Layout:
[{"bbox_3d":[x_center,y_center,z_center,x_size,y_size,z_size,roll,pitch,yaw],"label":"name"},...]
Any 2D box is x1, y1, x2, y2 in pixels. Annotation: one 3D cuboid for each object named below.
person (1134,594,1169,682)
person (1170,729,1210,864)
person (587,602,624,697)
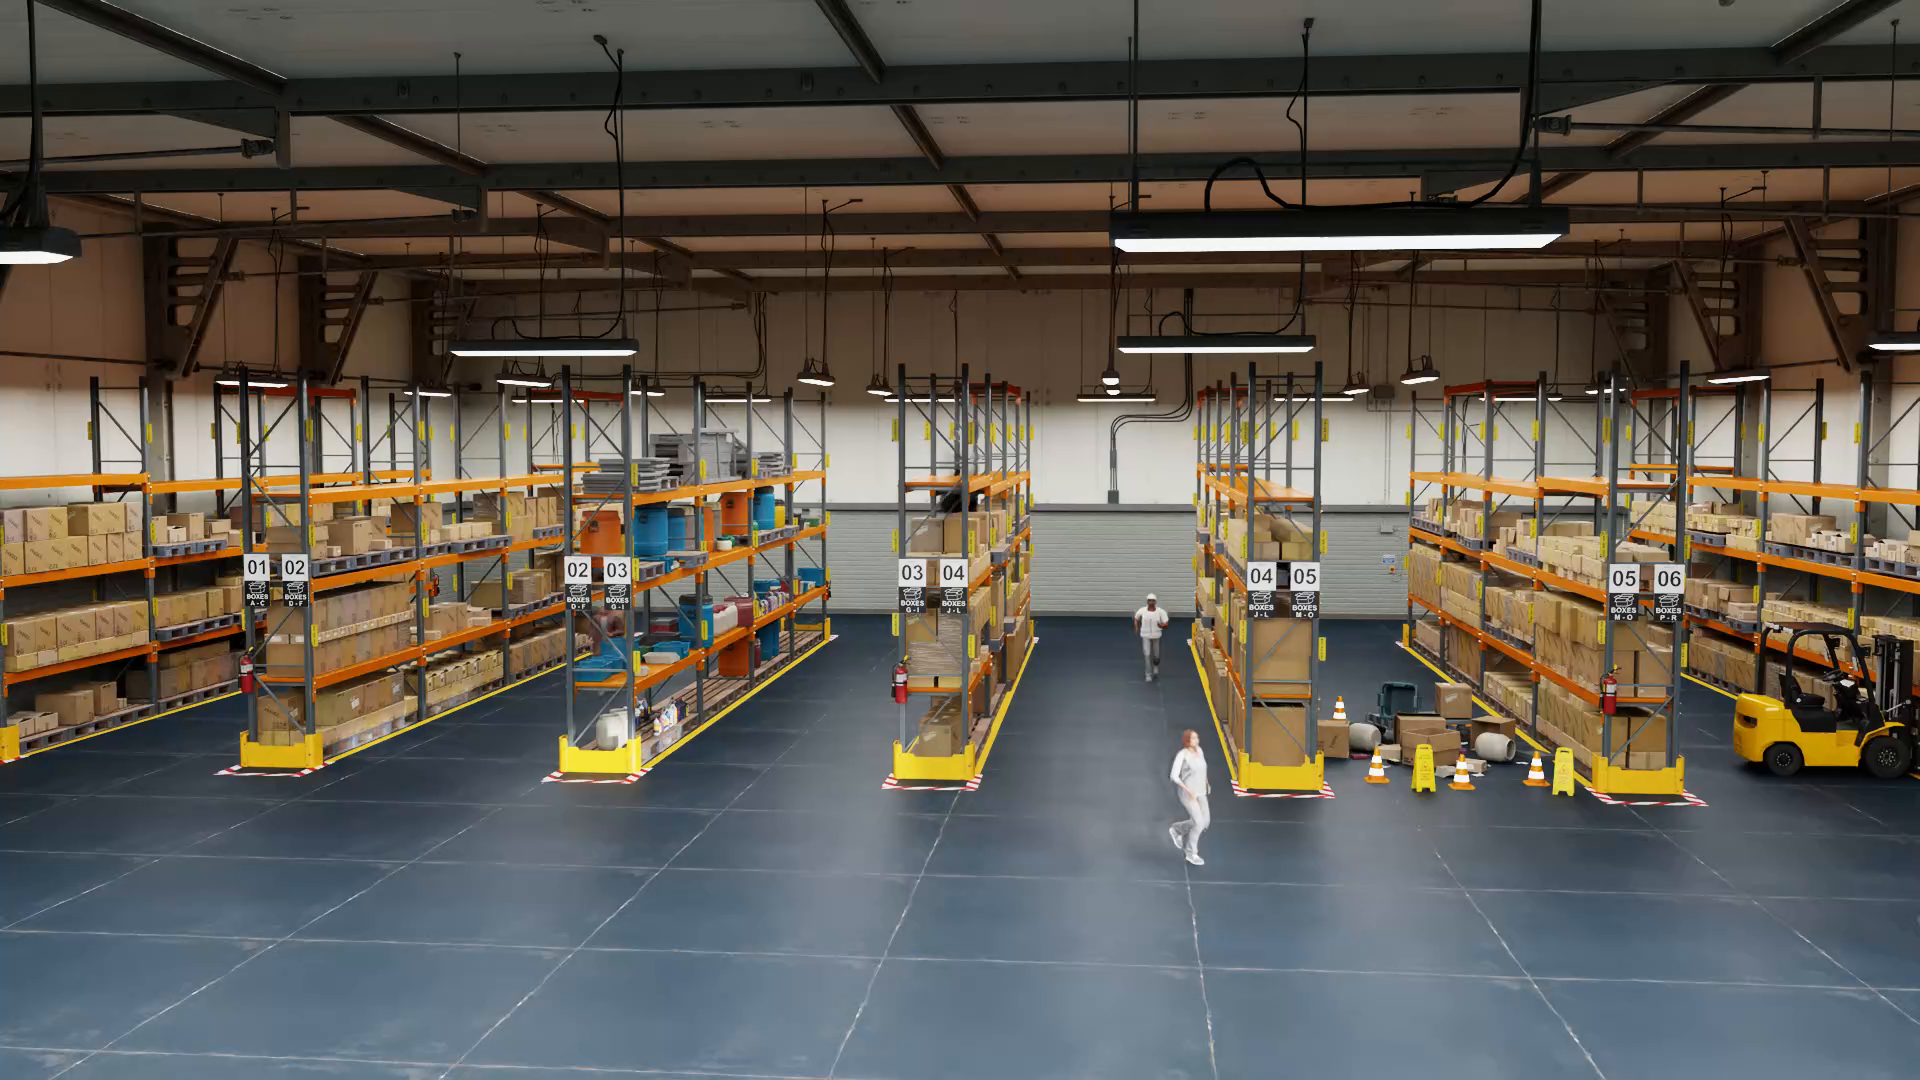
[{"bbox_3d":[3.863,1.959,33.610,0.711,1.748,0.935,0,4,6],"label":"person"},{"bbox_3d":[2.662,2.983,19.459,0.536,1.570,0.515,-3,5,-42],"label":"person"},{"bbox_3d":[-6.759,2.152,31.718,0.715,1.569,0.962,0,4,-6],"label":"person"}]
